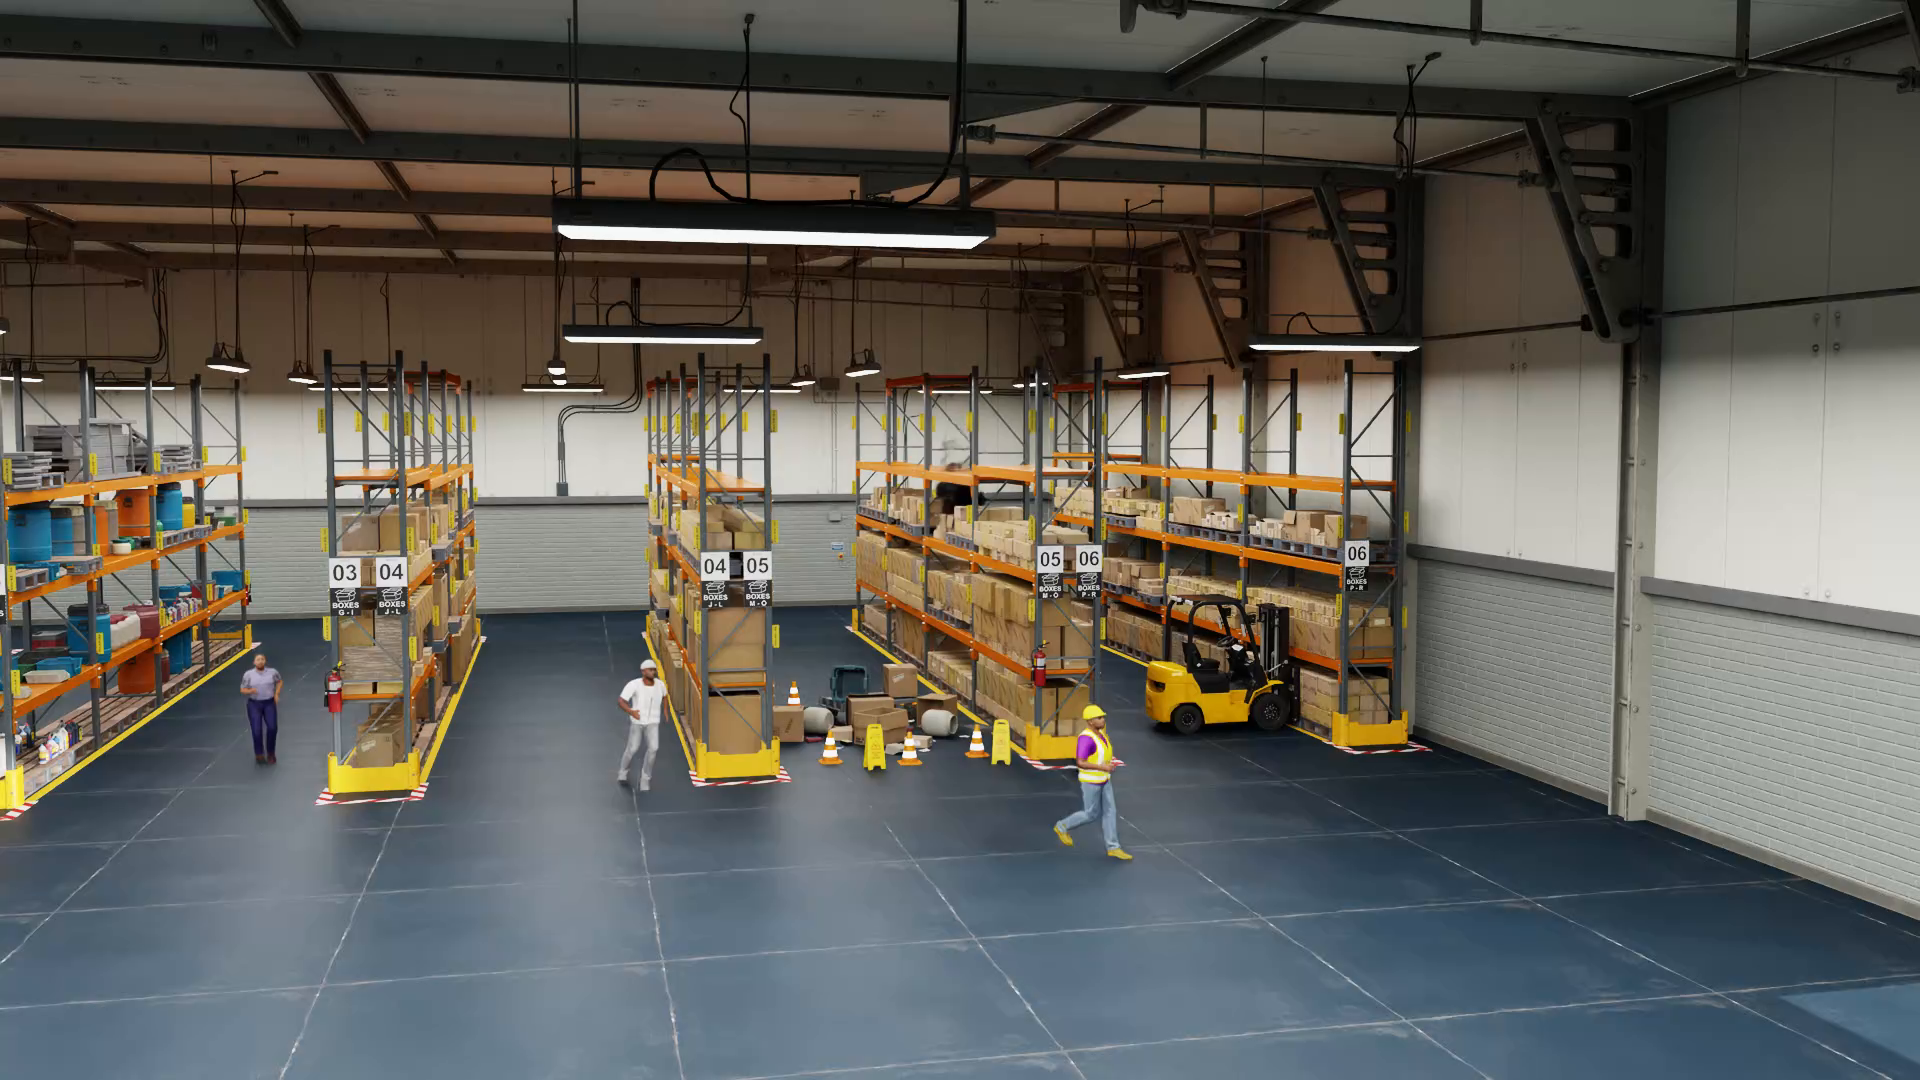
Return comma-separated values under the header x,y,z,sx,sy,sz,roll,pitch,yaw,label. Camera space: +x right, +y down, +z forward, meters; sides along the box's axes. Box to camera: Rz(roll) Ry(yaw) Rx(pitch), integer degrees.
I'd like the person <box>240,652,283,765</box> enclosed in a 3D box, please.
x,y,z,sx,sy,sz,roll,pitch,yaw,label
-10.257,2.536,24.462,0.586,1.590,0.661,-2,4,-25,person

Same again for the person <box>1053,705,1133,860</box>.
x,y,z,sx,sy,sz,roll,pitch,yaw,label
1.542,2.780,19.160,0.957,1.762,0.700,2,5,28,person

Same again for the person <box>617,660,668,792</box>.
x,y,z,sx,sy,sz,roll,pitch,yaw,label
-4.342,2.542,22.966,0.760,1.789,0.737,-2,4,-28,person
